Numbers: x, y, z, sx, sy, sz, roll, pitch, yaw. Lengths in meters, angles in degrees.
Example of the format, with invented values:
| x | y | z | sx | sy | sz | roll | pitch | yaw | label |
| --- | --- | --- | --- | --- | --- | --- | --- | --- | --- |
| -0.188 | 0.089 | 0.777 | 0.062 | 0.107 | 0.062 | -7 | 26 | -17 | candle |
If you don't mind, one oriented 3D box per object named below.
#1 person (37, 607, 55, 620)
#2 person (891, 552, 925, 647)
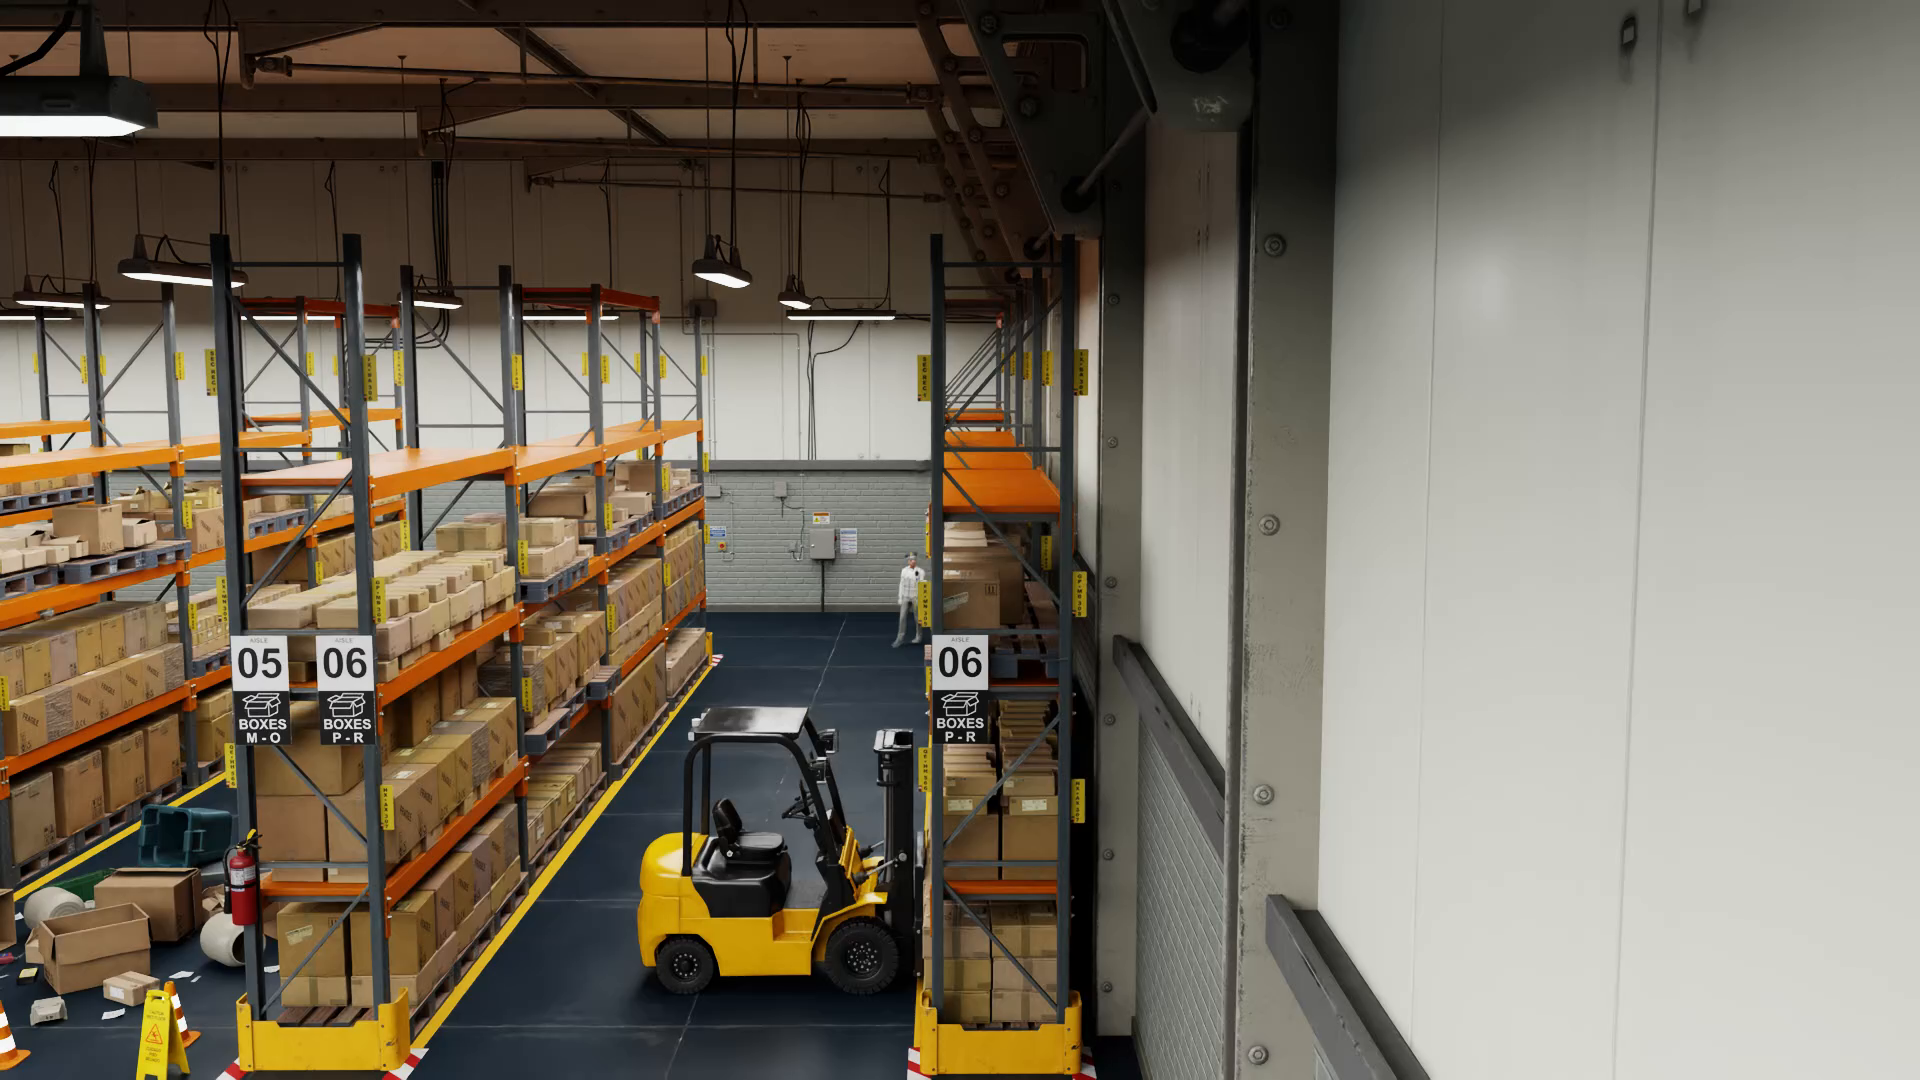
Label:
| x | y | z | sx | sy | sz | roll | pitch | yaw | label |
| --- | --- | --- | --- | --- | --- | --- | --- | --- | --- |
| -12.698 | 1.757 | 23.287 | 0.451 | 1.686 | 0.505 | 0 | 6 | -2 | person |
| -0.910 | 1.045 | 29.693 | 0.542 | 1.669 | 0.751 | 4 | 8 | 33 | person |
